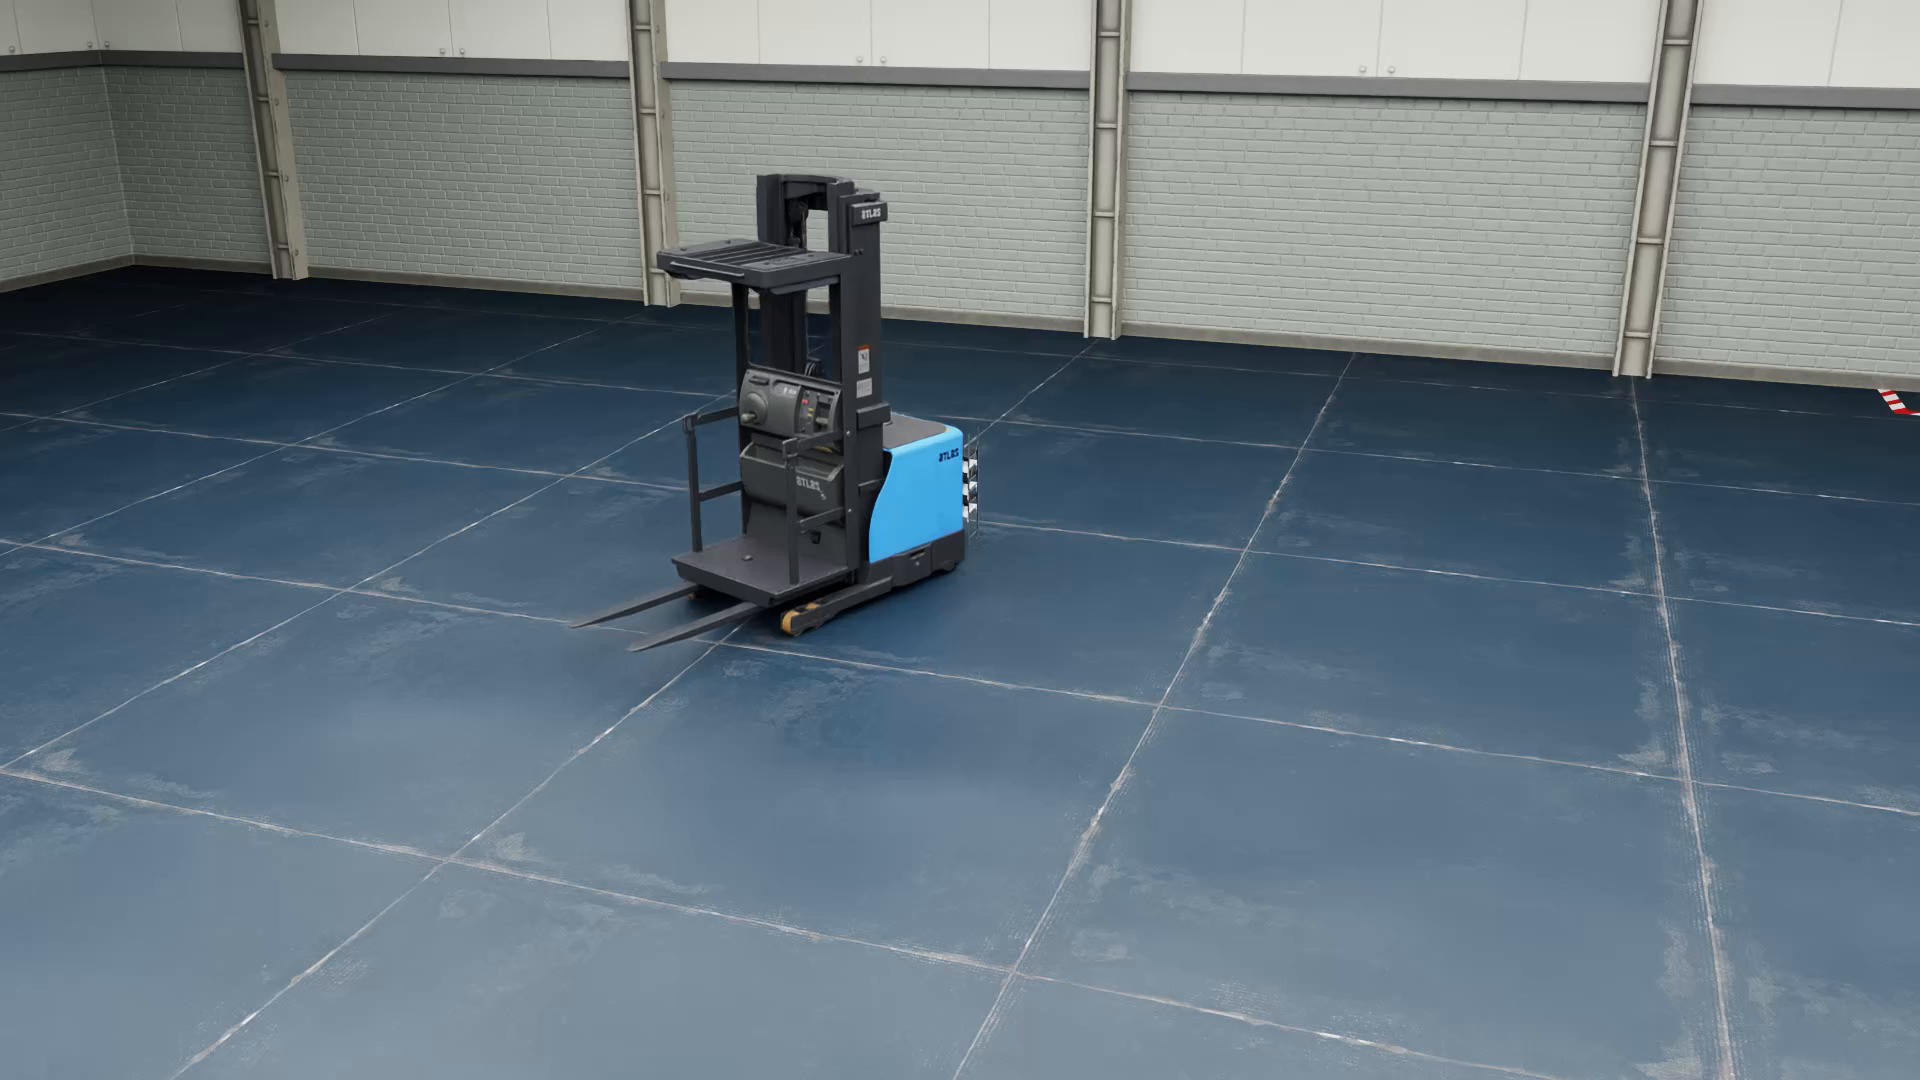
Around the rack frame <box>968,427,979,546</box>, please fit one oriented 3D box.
[{"bbox_3d":[0.104,-0.413,12.894,0.006,0.900,0.240,7,20,18],"label":"rack frame"}]

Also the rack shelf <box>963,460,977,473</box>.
[{"bbox_3d":[0.008,-0.563,12.877,0.200,0.077,0.258,7,20,18],"label":"rack shelf"}]

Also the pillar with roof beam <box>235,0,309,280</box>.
[{"bbox_3d":[-11.019,-6.683,18.577,0.400,9.000,9.100,7,20,18],"label":"pillar with roof beam"}]

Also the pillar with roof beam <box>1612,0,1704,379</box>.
[{"bbox_3d":[5.985,-4.739,12.999,0.400,9.000,9.100,7,20,18],"label":"pillar with roof beam"}]

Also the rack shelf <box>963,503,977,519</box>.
[{"bbox_3d":[0.008,-0.223,12.996,0.200,0.077,0.258,7,20,18],"label":"rack shelf"}]

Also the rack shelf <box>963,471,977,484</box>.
[{"bbox_3d":[0.008,-0.478,12.907,0.200,0.077,0.258,7,20,18],"label":"rack shelf"}]

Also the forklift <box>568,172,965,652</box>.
[{"bbox_3d":[-1.309,-0.924,11.275,1.130,2.935,3.031,16,25,38],"label":"forklift"}]

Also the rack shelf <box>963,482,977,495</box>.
[{"bbox_3d":[0.008,-0.393,12.937,0.200,0.077,0.258,7,20,18],"label":"rack shelf"}]

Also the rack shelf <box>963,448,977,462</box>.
[{"bbox_3d":[0.008,-0.648,12.848,0.200,0.077,0.258,7,20,18],"label":"rack shelf"}]

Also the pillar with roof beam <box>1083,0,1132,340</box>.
[{"bbox_3d":[0.317,-5.387,14.859,0.400,9.000,9.100,7,20,18],"label":"pillar with roof beam"}]

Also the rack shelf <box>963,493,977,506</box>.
[{"bbox_3d":[0.008,-0.308,12.966,0.200,0.077,0.258,7,20,18],"label":"rack shelf"}]

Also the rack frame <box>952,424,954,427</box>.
[{"bbox_3d":[-0.088,-0.435,12.957,0.006,0.900,0.240,7,20,18],"label":"rack frame"}]

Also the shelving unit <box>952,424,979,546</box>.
[{"bbox_3d":[0.008,-0.424,12.926,0.210,0.900,0.258,7,20,18],"label":"shelving unit"}]

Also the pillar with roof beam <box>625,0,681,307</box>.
[{"bbox_3d":[-5.351,-6.035,16.718,0.400,9.000,9.100,7,20,18],"label":"pillar with roof beam"}]
